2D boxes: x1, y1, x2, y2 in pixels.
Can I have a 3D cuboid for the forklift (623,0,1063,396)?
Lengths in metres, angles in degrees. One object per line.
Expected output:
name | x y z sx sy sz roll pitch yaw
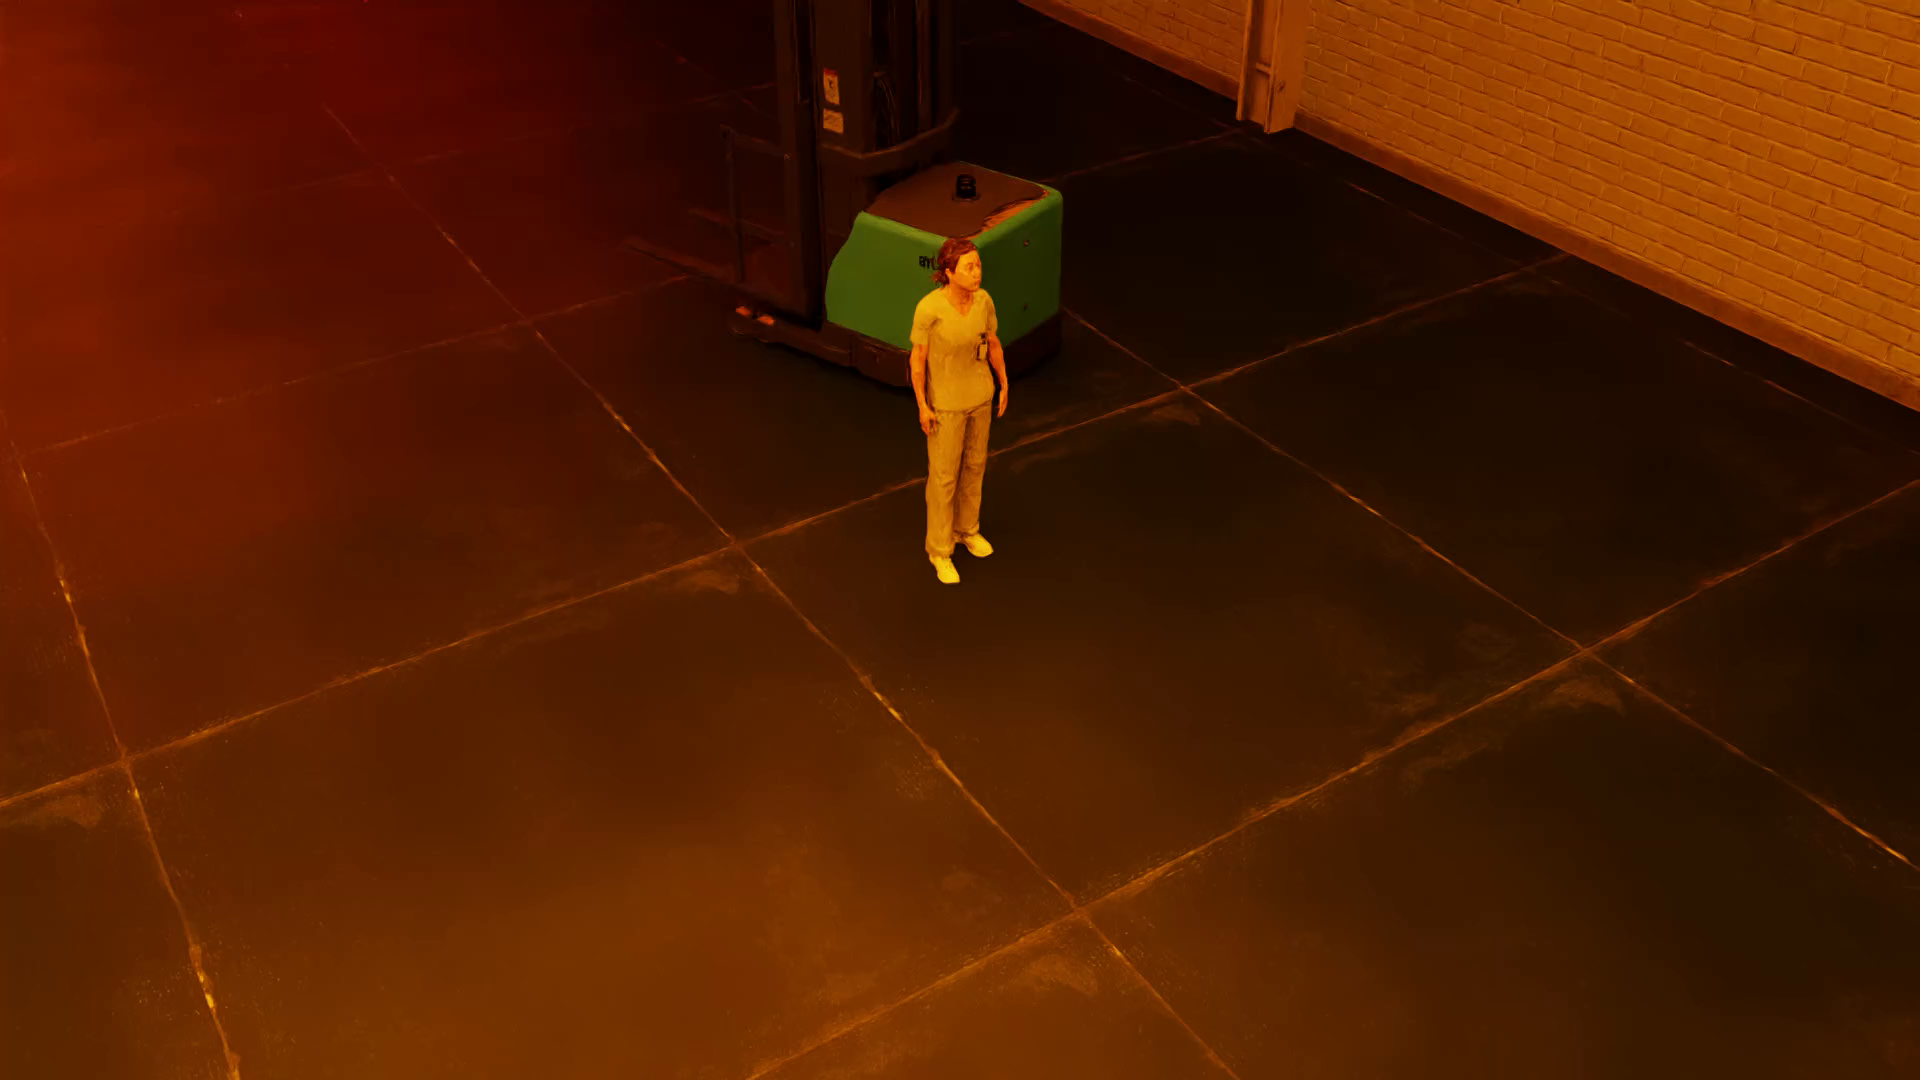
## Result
forklift | -0.860 -2.662 9.936 3.031 2.935 1.130 23 41 29

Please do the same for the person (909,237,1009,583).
person | 0.029 -0.652 8.155 0.550 1.674 0.548 -21 40 -27
